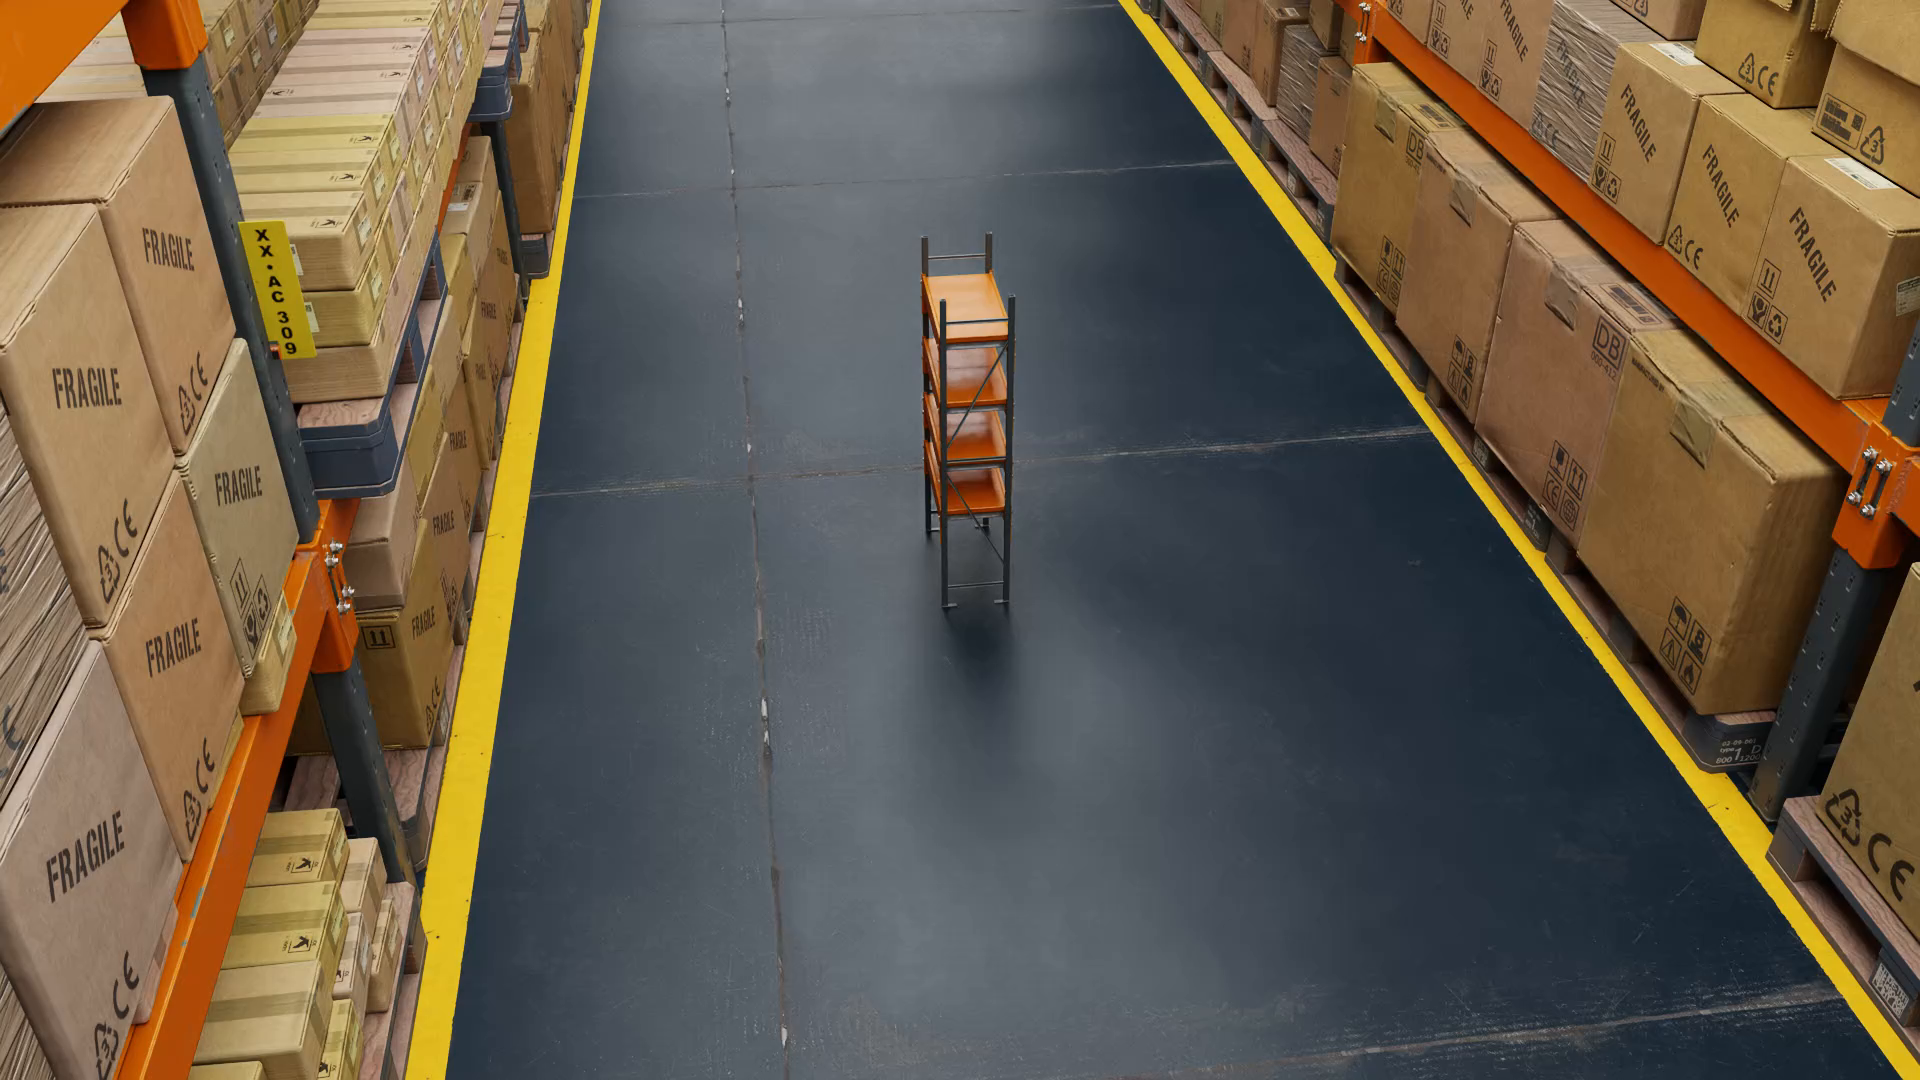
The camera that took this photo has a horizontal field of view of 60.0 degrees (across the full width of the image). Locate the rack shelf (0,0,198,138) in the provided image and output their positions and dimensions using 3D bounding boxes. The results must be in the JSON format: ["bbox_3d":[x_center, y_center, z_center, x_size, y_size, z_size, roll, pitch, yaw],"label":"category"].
[{"bbox_3d":[-1.750,0.038,1.506,1.077,0.370,4.000,-4,35,-6],"label":"rack shelf"}]

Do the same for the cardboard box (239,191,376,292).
[{"bbox_3d":[-1.617,-0.706,3.945,0.380,0.149,0.250,-3,34,-4],"label":"cardboard box"}]

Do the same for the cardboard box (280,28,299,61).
[{"bbox_3d":[-2.587,-1.722,5.964,0.380,0.149,0.250,-3,34,-4],"label":"cardboard box"}]

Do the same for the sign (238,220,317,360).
[{"bbox_3d":[-1.483,-0.539,3.609,0.100,0.325,0.005,-4,35,-6],"label":"sign"}]

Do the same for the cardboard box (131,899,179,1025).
[{"bbox_3d":[-1.553,0.693,2.792,0.380,0.149,0.250,-6,35,-8],"label":"cardboard box"}]

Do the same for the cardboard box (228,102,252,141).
[{"bbox_3d":[-2.483,-1.288,5.327,0.380,0.149,0.250,-5,35,-8],"label":"cardboard box"}]

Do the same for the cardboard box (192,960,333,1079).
[{"bbox_3d":[-1.599,1.079,3.633,0.380,0.149,0.250,-5,35,-7],"label":"cardboard box"}]

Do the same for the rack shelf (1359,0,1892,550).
[{"bbox_3d":[2.640,-1.274,6.095,1.077,0.370,4.000,-4,35,-6],"label":"rack shelf"}]

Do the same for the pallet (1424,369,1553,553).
[{"bbox_3d":[2.563,-0.410,6.665,1.003,0.211,1.213,-4,35,-6],"label":"pallet"}]

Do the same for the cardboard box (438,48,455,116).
[{"bbox_3d":[-1.829,-1.456,5.309,0.380,0.149,0.250,-5,35,-7],"label":"cardboard box"}]

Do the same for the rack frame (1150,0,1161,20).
[{"bbox_3d":[1.833,-4.920,10.806,1.000,3.000,0.127,-4,35,-6],"label":"rack frame"}]

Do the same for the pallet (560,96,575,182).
[{"bbox_3d":[-2.750,-2.341,9.498,1.003,0.211,1.213,-4,35,-6],"label":"pallet"}]

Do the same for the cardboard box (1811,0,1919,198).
[{"bbox_3d":[2.815,-1.267,4.466,0.797,0.503,0.637,-5,35,-8],"label":"cardboard box"}]

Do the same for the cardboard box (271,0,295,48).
[{"bbox_3d":[-2.579,-1.835,5.866,0.380,0.149,0.250,-4,35,-6],"label":"cardboard box"}]

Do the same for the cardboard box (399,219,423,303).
[{"bbox_3d":[-1.690,-0.755,4.544,0.380,0.149,0.250,-4,34,-6],"label":"cardboard box"}]

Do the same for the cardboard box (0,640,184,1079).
[{"bbox_3d":[-1.540,0.516,2.477,0.500,0.500,0.500,-5,35,-7],"label":"cardboard box"}]

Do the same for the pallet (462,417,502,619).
[{"bbox_3d":[-2.293,-0.101,6.210,1.003,0.211,1.213,-4,35,-6],"label":"pallet"}]

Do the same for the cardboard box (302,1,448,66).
[{"bbox_3d":[-1.831,-1.578,5.224,0.380,0.149,0.250,-3,34,-5],"label":"cardboard box"}]

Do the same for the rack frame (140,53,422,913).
[{"bbox_3d":[-2.019,-0.136,3.786,1.000,3.000,0.127,-4,35,-6],"label":"rack frame"}]

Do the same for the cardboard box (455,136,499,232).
[{"bbox_3d":[-2.206,-1.457,6.905,0.500,0.250,0.500,-5,35,-8],"label":"cardboard box"}]

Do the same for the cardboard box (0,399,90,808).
[{"bbox_3d":[-1.559,0.103,2.195,0.500,0.500,0.500,-4,34,-5],"label":"cardboard box"}]

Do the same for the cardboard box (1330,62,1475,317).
[{"bbox_3d":[2.443,-1.596,7.443,1.225,0.875,0.875,-6,35,-9],"label":"cardboard box"}]

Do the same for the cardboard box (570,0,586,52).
[{"bbox_3d":[-2.923,-3.505,10.354,1.050,0.750,0.750,-5,35,-7],"label":"cardboard box"}]

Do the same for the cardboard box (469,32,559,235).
[{"bbox_3d":[-2.550,-1.959,8.086,1.050,0.750,0.750,-5,35,-7],"label":"cardboard box"}]

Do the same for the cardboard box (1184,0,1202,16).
[{"bbox_3d":[1.894,-3.724,10.880,0.700,0.500,0.500,-7,35,-10],"label":"cardboard box"}]

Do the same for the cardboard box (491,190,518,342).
[{"bbox_3d":[-2.210,-1.162,7.138,0.500,0.500,0.500,-5,35,-7],"label":"cardboard box"}]

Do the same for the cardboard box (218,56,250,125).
[{"bbox_3d":[-2.477,-1.407,5.237,0.380,0.149,0.250,-3,34,-5],"label":"cardboard box"}]

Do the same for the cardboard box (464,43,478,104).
[{"bbox_3d":[-1.901,-1.626,5.823,0.380,0.149,0.250,-6,35,-8],"label":"cardboard box"}]

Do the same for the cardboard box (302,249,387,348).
[{"bbox_3d":[-1.617,-0.584,4.029,0.380,0.149,0.250,-4,34,-6],"label":"cardboard box"}]

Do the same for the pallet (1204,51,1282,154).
[{"bbox_3d":[2.107,-2.651,9.952,1.003,0.211,1.213,-4,35,-6],"label":"pallet"}]

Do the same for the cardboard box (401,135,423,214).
[{"bbox_3d":[-1.724,-1.017,4.665,0.380,0.149,0.250,-6,35,-8],"label":"cardboard box"}]

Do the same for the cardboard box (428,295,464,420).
[{"bbox_3d":[-1.995,-0.601,5.649,0.500,0.250,0.500,-3,34,-5],"label":"cardboard box"}]

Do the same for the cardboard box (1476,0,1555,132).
[{"bbox_3d":[2.311,-1.864,6.233,0.500,0.500,0.500,-5,35,-7],"label":"cardboard box"}]

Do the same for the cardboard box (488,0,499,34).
[{"bbox_3d":[-2.004,-2.059,6.458,0.380,0.149,0.250,-4,35,-7],"label":"cardboard box"}]

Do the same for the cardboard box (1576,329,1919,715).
[{"bbox_3d":[2.803,-0.107,5.257,1.225,0.875,0.875,-4,35,-6],"label":"cardboard box"}]

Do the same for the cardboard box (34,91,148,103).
[{"bbox_3d":[-2.372,-1.102,4.525,0.380,0.149,0.250,-4,35,-7],"label":"cardboard box"}]

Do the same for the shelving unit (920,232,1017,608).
[{"bbox_3d":[0.022,-0.403,5.777,0.258,1.200,0.503,-4,35,-6],"label":"shelving unit"}]

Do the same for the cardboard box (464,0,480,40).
[{"bbox_3d":[-1.931,-1.885,5.938,0.380,0.149,0.250,-4,35,-6],"label":"cardboard box"}]

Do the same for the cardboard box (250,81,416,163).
[{"bbox_3d":[-1.723,-1.144,4.587,0.380,0.149,0.250,-5,35,-7],"label":"cardboard box"}]

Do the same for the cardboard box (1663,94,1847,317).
[{"bbox_3d":[2.516,-1.014,4.985,0.500,0.500,0.500,-3,34,-5],"label":"cardboard box"}]

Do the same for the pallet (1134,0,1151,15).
[{"bbox_3d":[1.708,-4.140,12.137,1.003,0.211,1.213,-4,35,-6],"label":"pallet"}]

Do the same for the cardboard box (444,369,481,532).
[{"bbox_3d":[-2.013,-0.296,5.867,0.500,0.500,0.500,-4,34,-6],"label":"cardboard box"}]

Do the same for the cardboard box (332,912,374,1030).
[{"bbox_3d":[-1.613,1.047,3.944,0.380,0.149,0.250,-6,35,-9],"label":"cardboard box"}]

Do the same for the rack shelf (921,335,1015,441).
[{"bbox_3d":[0.022,-0.533,5.688,0.258,0.148,0.480,-4,35,-6],"label":"rack shelf"}]

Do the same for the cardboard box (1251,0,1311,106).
[{"bbox_3d":[2.091,-2.833,9.573,0.700,0.500,0.500,-2,34,-2],"label":"cardboard box"}]

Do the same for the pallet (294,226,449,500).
[{"bbox_3d":[-1.978,-0.494,4.482,1.003,0.211,1.213,-4,35,-6],"label":"pallet"}]

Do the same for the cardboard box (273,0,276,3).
[{"bbox_3d":[-2.585,-1.977,5.809,0.380,0.149,0.250,-6,35,-8],"label":"cardboard box"}]

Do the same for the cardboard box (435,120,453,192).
[{"bbox_3d":[-1.798,-1.189,5.181,0.380,0.149,0.250,-5,35,-7],"label":"cardboard box"}]

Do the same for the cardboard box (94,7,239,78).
[{"bbox_3d":[-2.479,-1.539,5.166,0.380,0.149,0.250,-5,35,-7],"label":"cardboard box"}]

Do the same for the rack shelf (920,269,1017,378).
[{"bbox_3d":[0.022,-0.728,5.555,0.258,0.148,0.480,-4,35,-6],"label":"rack shelf"}]
